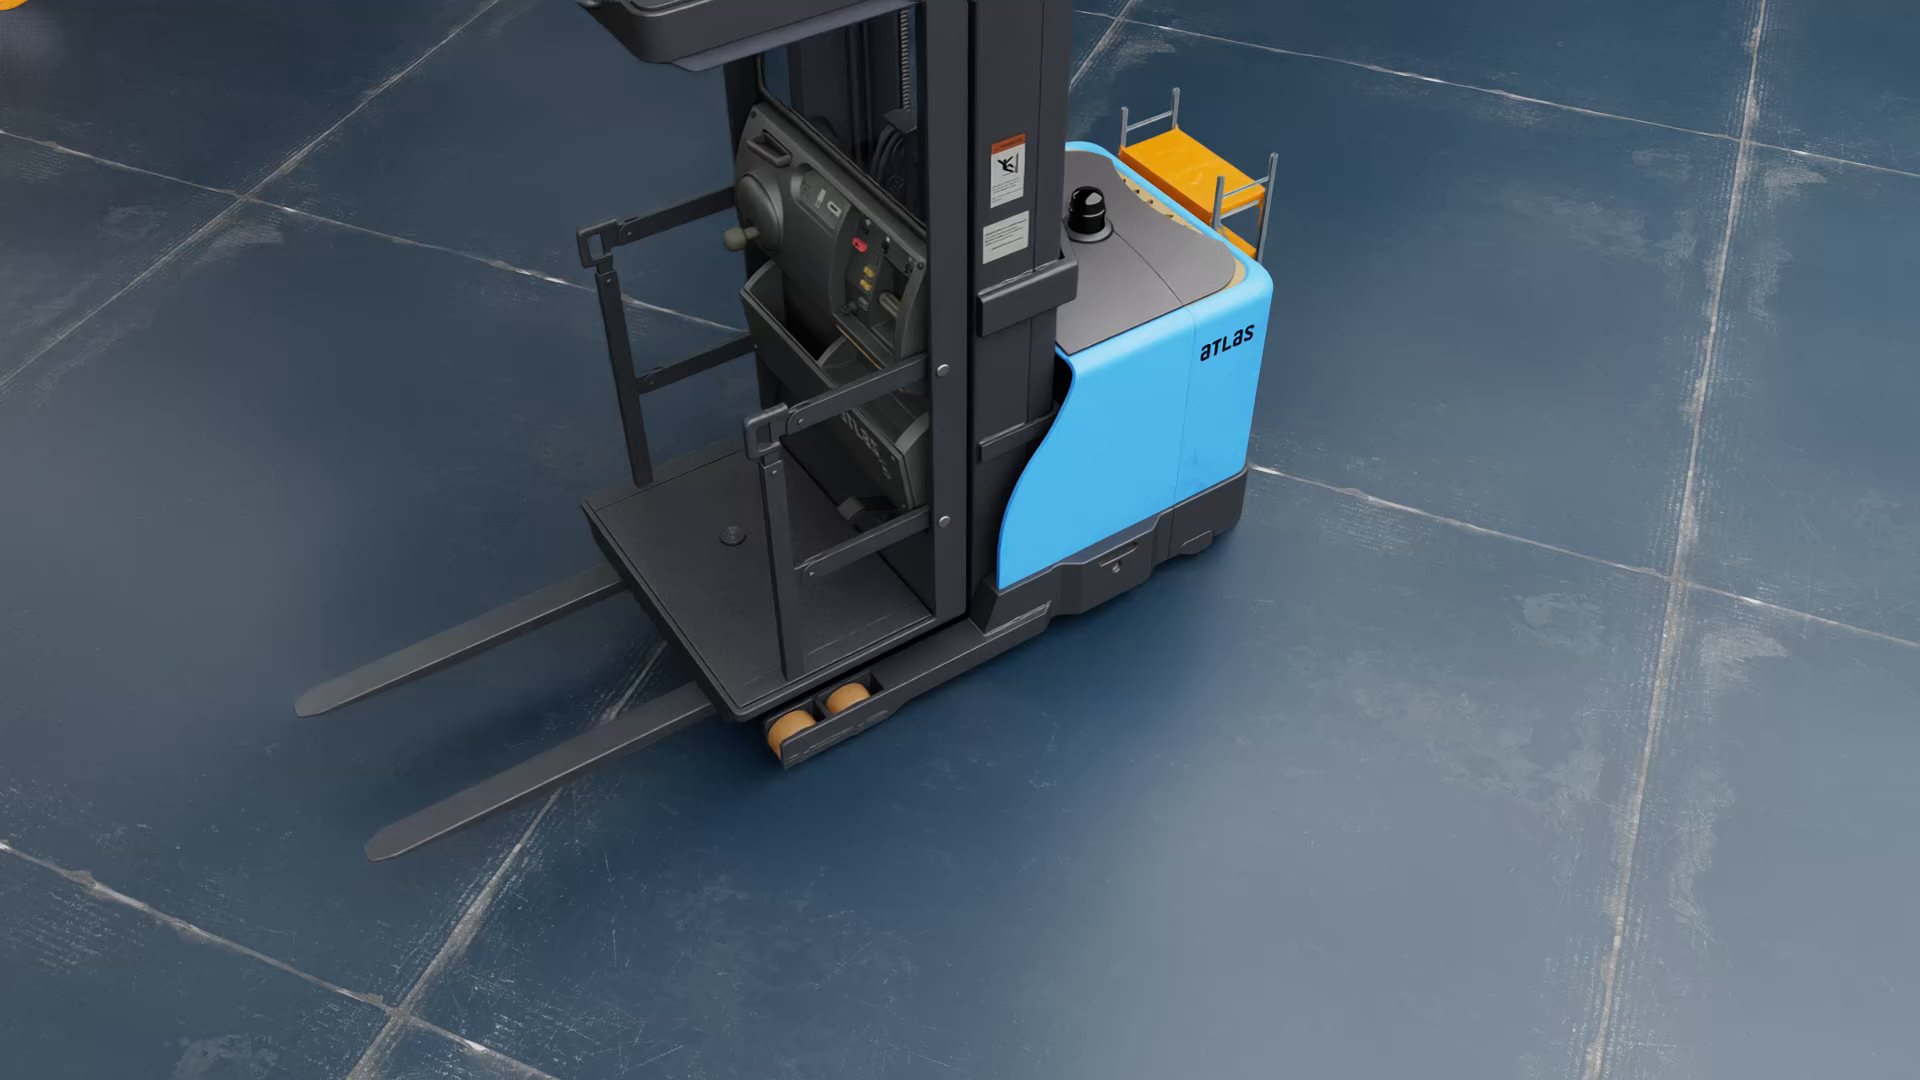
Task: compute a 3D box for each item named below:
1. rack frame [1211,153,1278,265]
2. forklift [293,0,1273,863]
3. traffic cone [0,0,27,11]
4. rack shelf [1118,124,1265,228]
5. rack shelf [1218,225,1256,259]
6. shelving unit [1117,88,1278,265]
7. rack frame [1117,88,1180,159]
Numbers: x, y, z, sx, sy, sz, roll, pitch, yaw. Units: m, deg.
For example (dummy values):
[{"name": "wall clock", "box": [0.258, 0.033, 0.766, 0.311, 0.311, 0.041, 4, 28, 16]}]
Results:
[{"name": "rack frame", "box": [0.907, -0.755, 5.658, 0.240, 1.200, 0.015, -26, 50, -23]}, {"name": "forklift", "box": [-0.539, -0.786, 4.462, 3.031, 2.935, 1.130, -25, 50, -23]}, {"name": "traffic cone", "box": [-4.929, -2.992, 8.429, 0.334, 0.463, 0.336, 16, 47, 16]}, {"name": "rack shelf", "box": [0.770, -1.176, 5.524, 0.258, 0.148, 0.480, -26, 50, -23]}, {"name": "rack shelf", "box": [0.770, -1.008, 5.691, 0.258, 0.148, 0.480, -26, 50, -23]}, {"name": "shelving unit", "box": [0.770, -0.897, 5.801, 0.258, 1.200, 0.503, -26, 50, -23]}, {"name": "rack frame", "box": [0.633, -1.040, 5.944, 0.240, 1.200, 0.015, -26, 50, -23]}]
